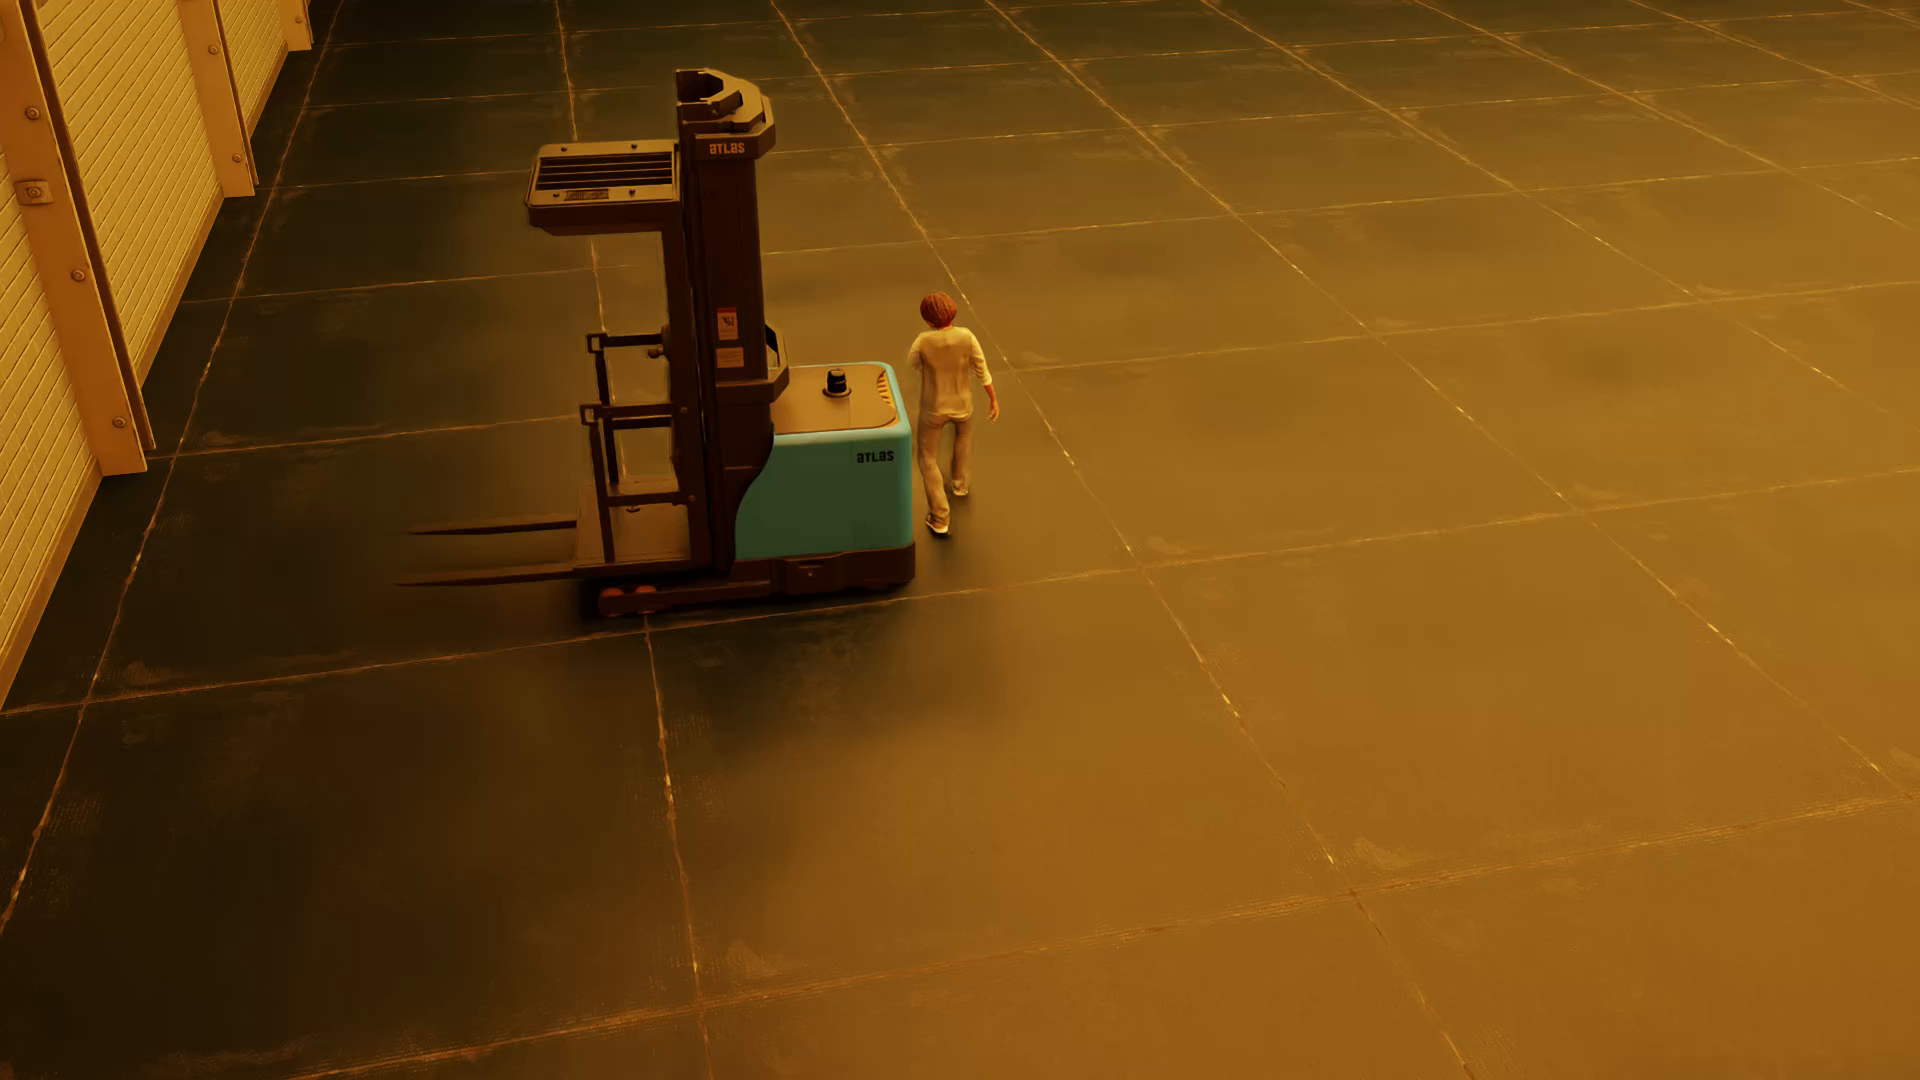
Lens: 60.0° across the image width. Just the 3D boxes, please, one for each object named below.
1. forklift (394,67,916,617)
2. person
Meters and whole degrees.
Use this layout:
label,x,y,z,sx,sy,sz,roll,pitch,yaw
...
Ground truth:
label,x,y,z,sx,sy,sz,roll,pitch,yaw
forklift,-1.828,-1.102,9.479,3.031,2.935,1.130,-4,30,-8
person,-0.036,-0.870,10.488,0.545,1.521,0.761,-8,31,-14
